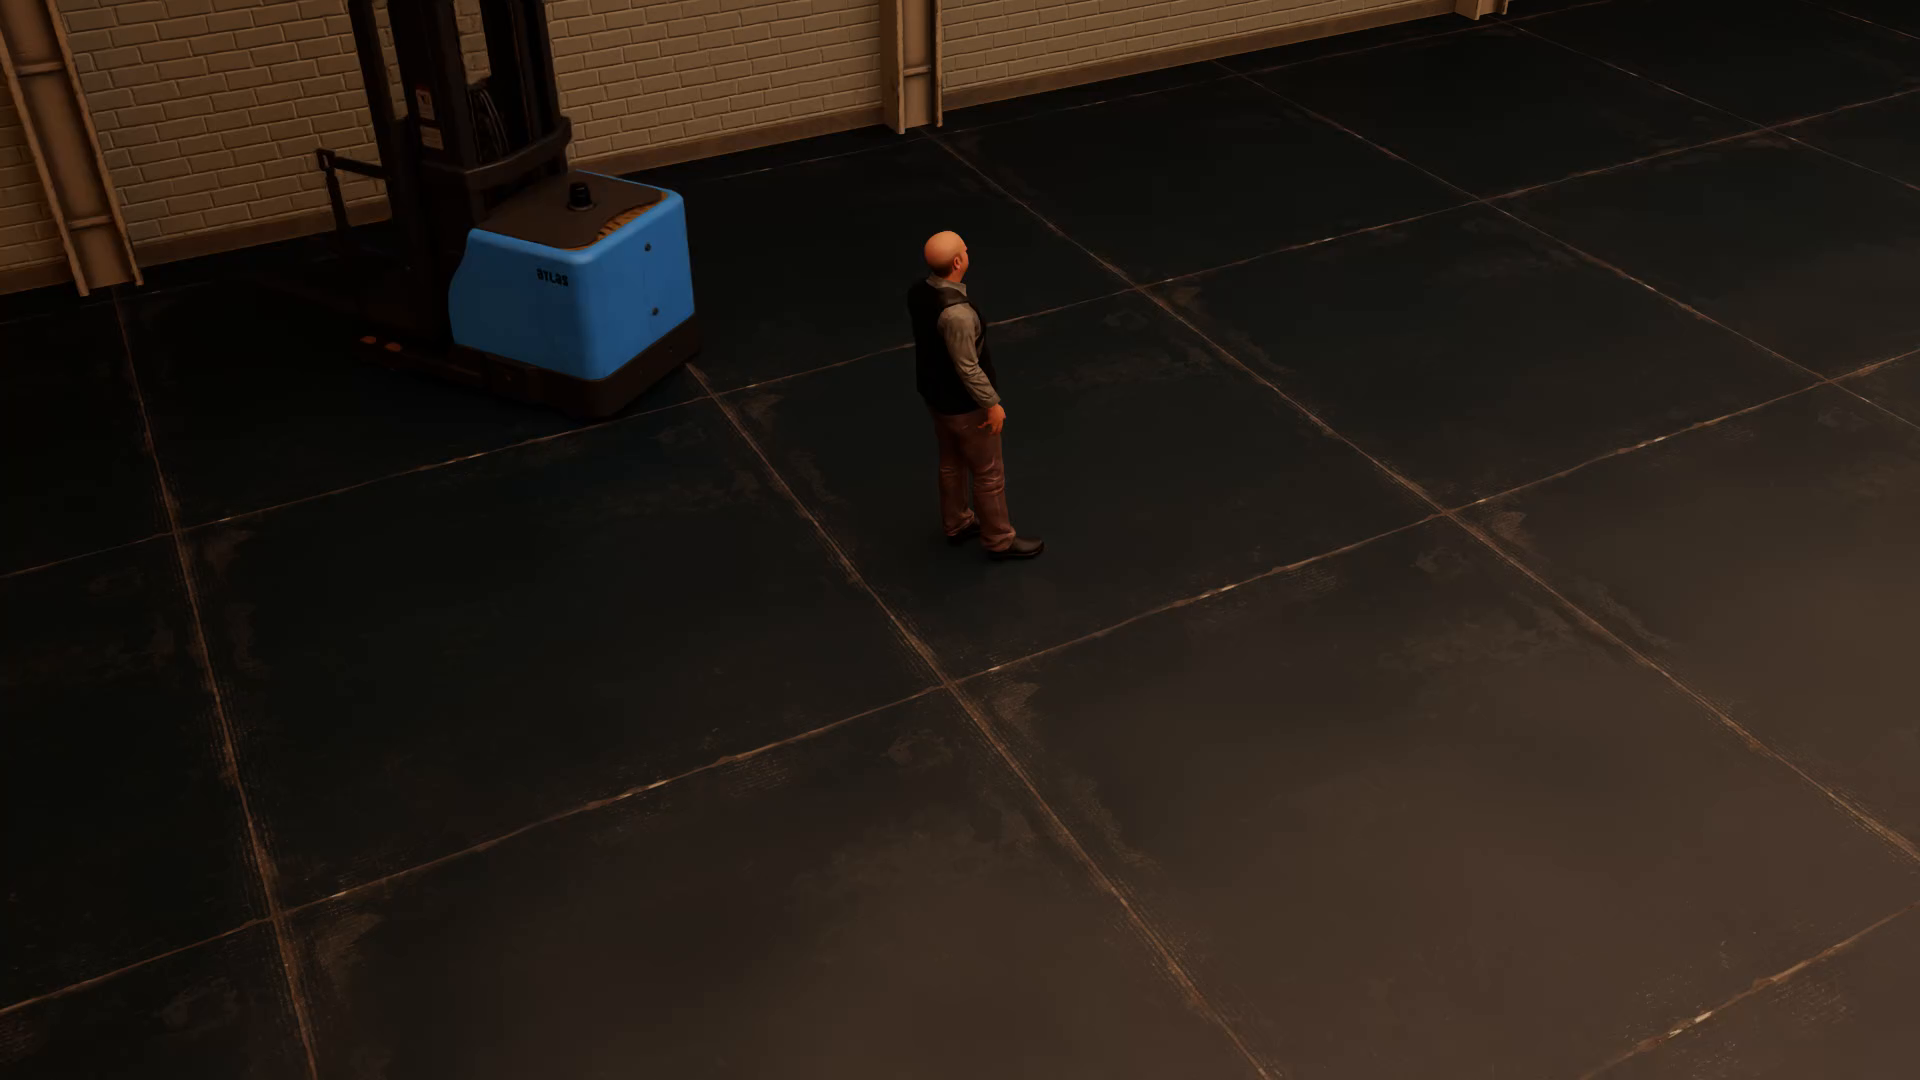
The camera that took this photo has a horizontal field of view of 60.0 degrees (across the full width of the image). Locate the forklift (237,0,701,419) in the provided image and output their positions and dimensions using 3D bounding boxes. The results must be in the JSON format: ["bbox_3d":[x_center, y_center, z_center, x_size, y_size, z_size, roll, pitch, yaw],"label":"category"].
[{"bbox_3d":[-3.142,-2.483,9.635,3.031,2.935,1.130,16,38,22],"label":"forklift"}]

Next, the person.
[{"bbox_3d":[0.058,-0.721,8.179,0.568,1.720,0.632,-17,39,-23],"label":"person"}]
